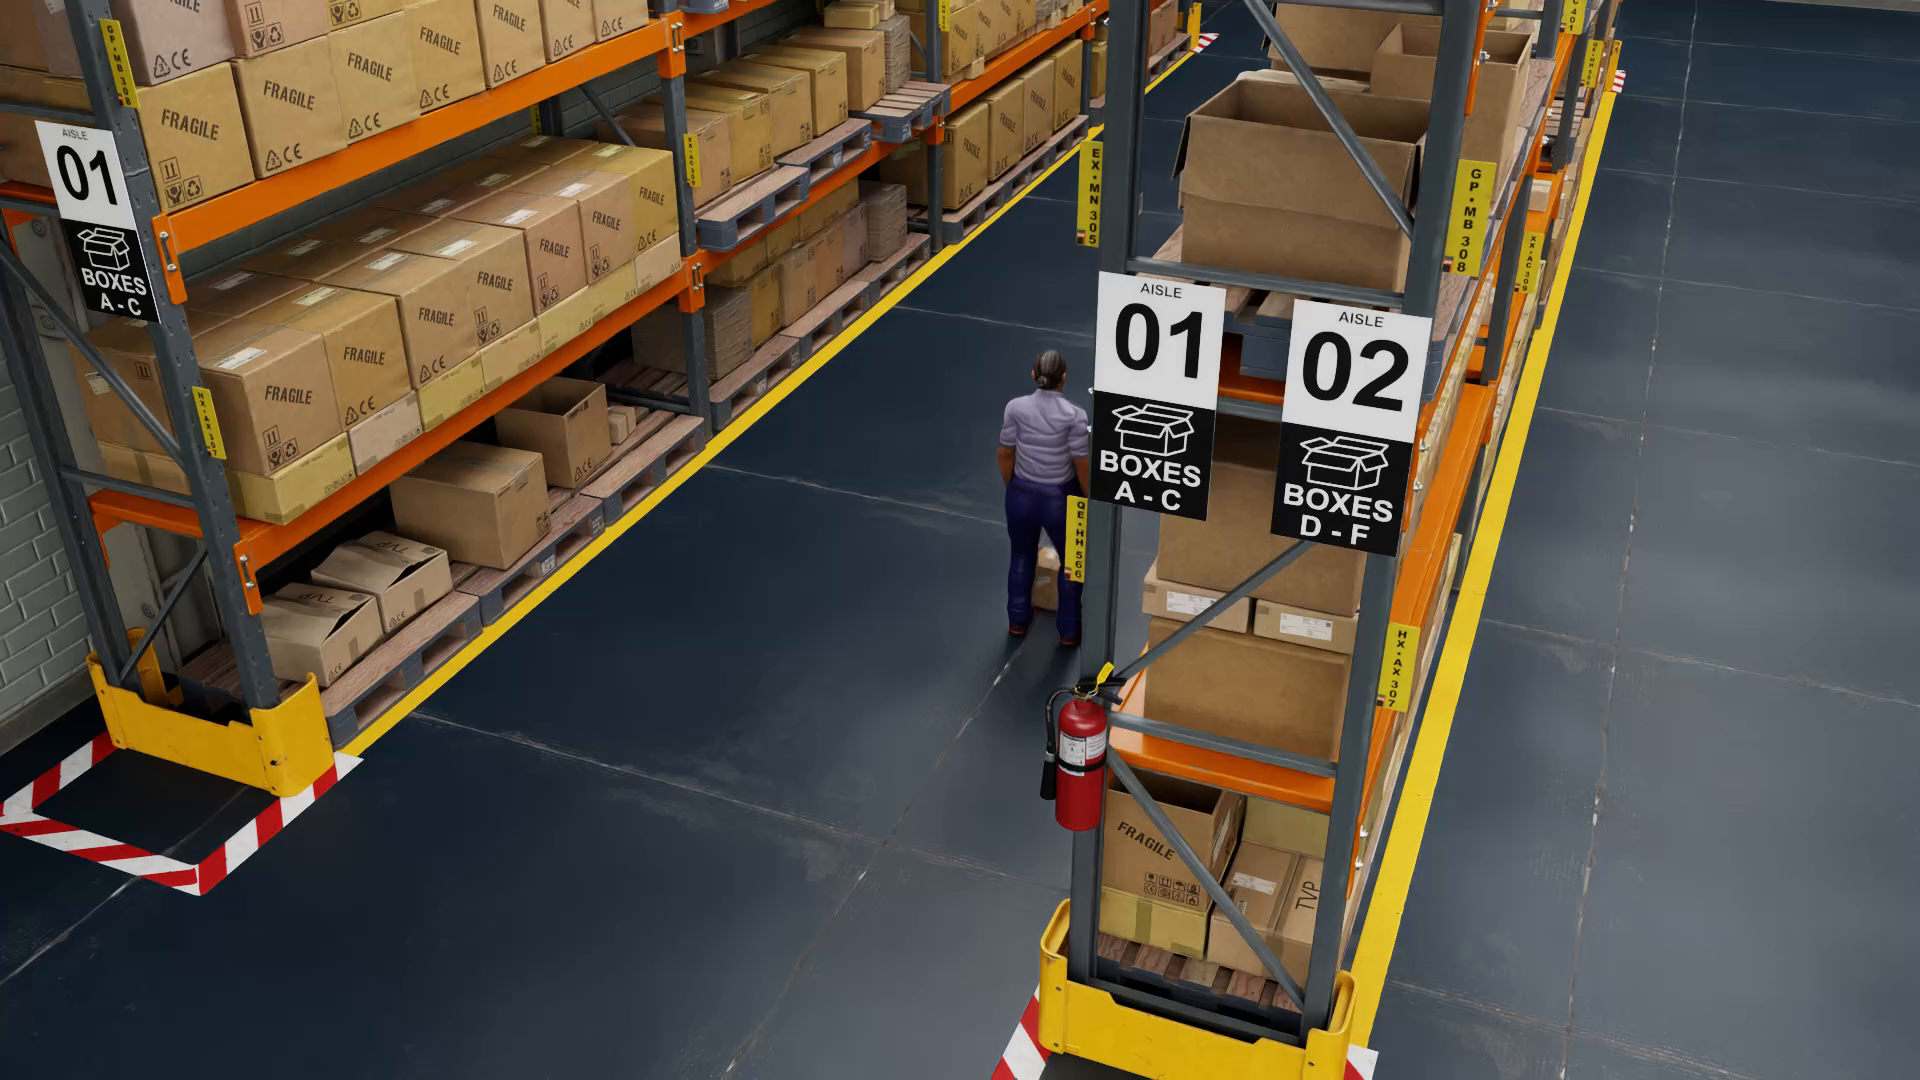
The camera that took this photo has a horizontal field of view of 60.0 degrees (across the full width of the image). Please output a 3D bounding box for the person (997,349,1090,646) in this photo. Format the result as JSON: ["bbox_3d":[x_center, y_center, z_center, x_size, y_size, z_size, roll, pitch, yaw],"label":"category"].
[{"bbox_3d":[0.462,-0.205,8.770,0.535,1.638,0.373,11,32,18],"label":"person"}]
